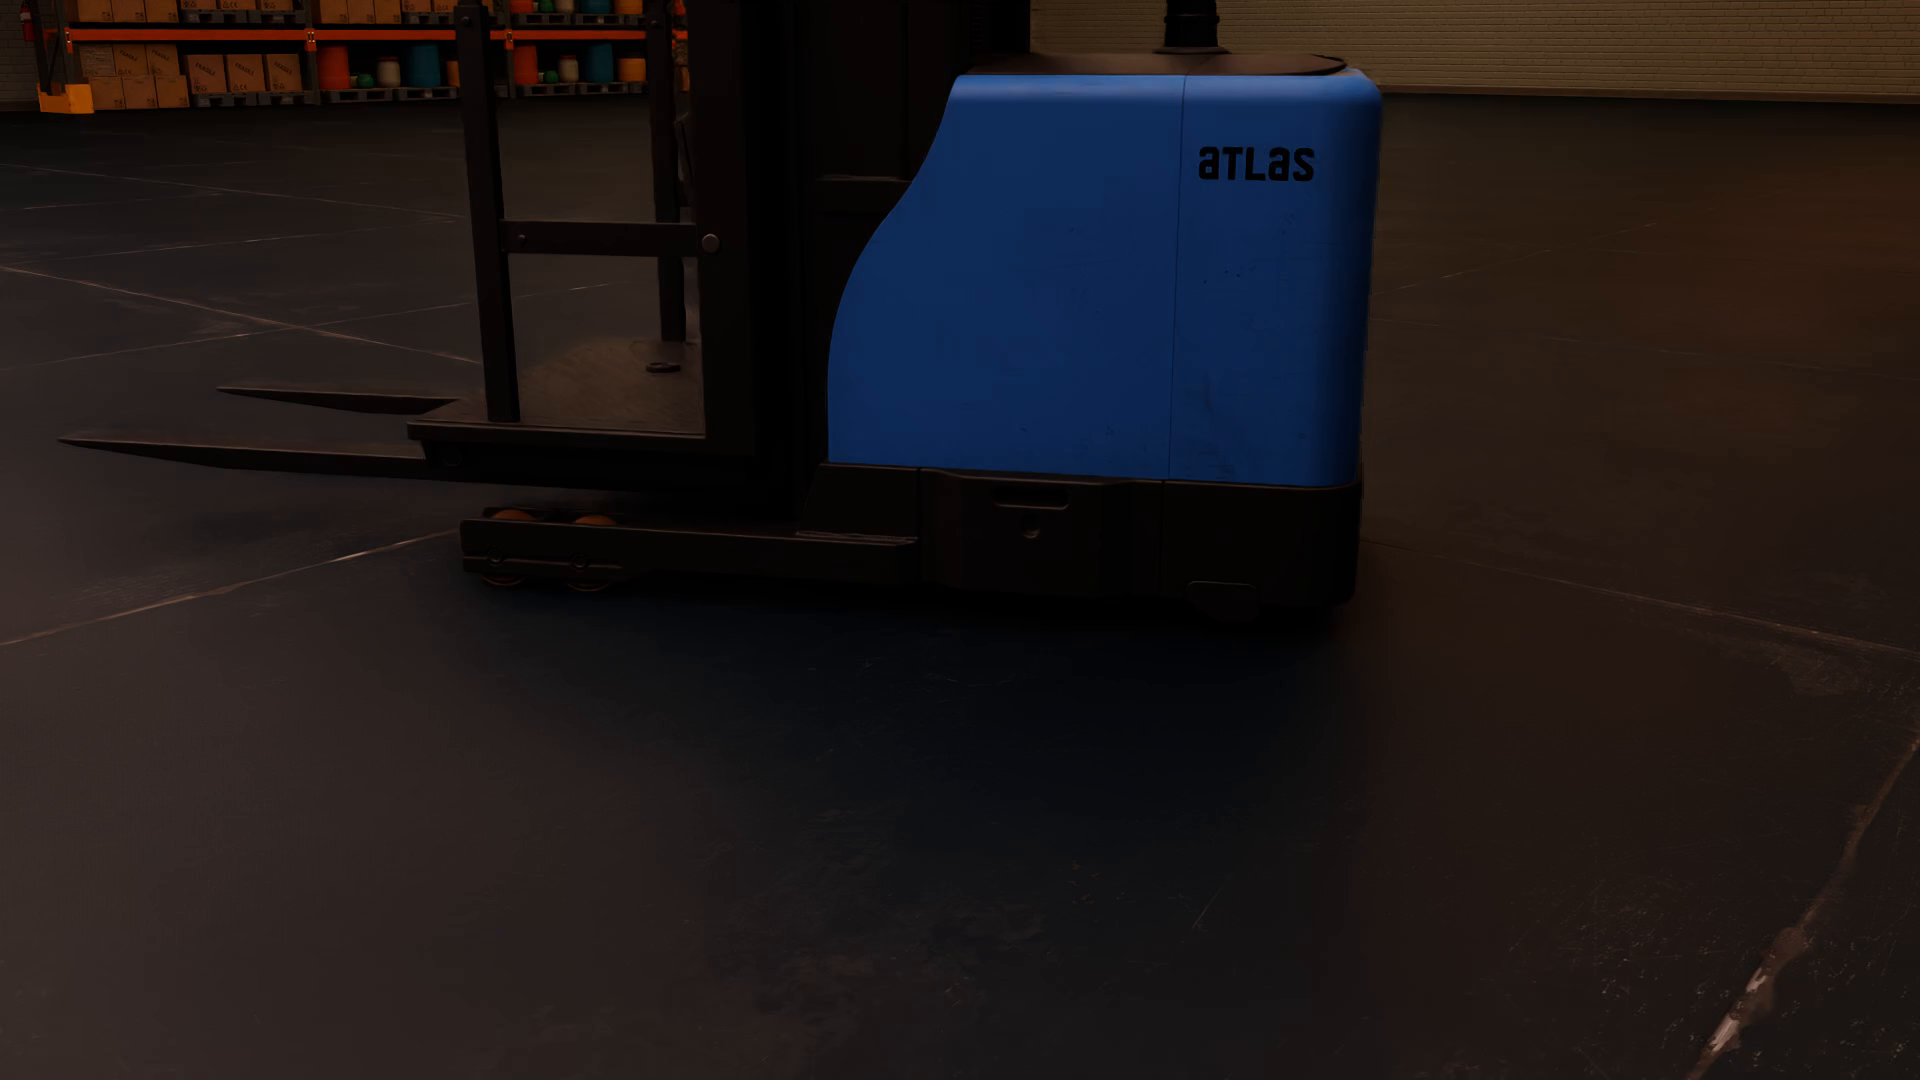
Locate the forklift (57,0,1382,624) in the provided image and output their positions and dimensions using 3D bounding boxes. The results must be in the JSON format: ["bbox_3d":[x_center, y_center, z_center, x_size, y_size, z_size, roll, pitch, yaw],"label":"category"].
[{"bbox_3d":[-0.608,-1.435,3.622,3.031,2.935,1.130,3,17,11],"label":"forklift"}]
